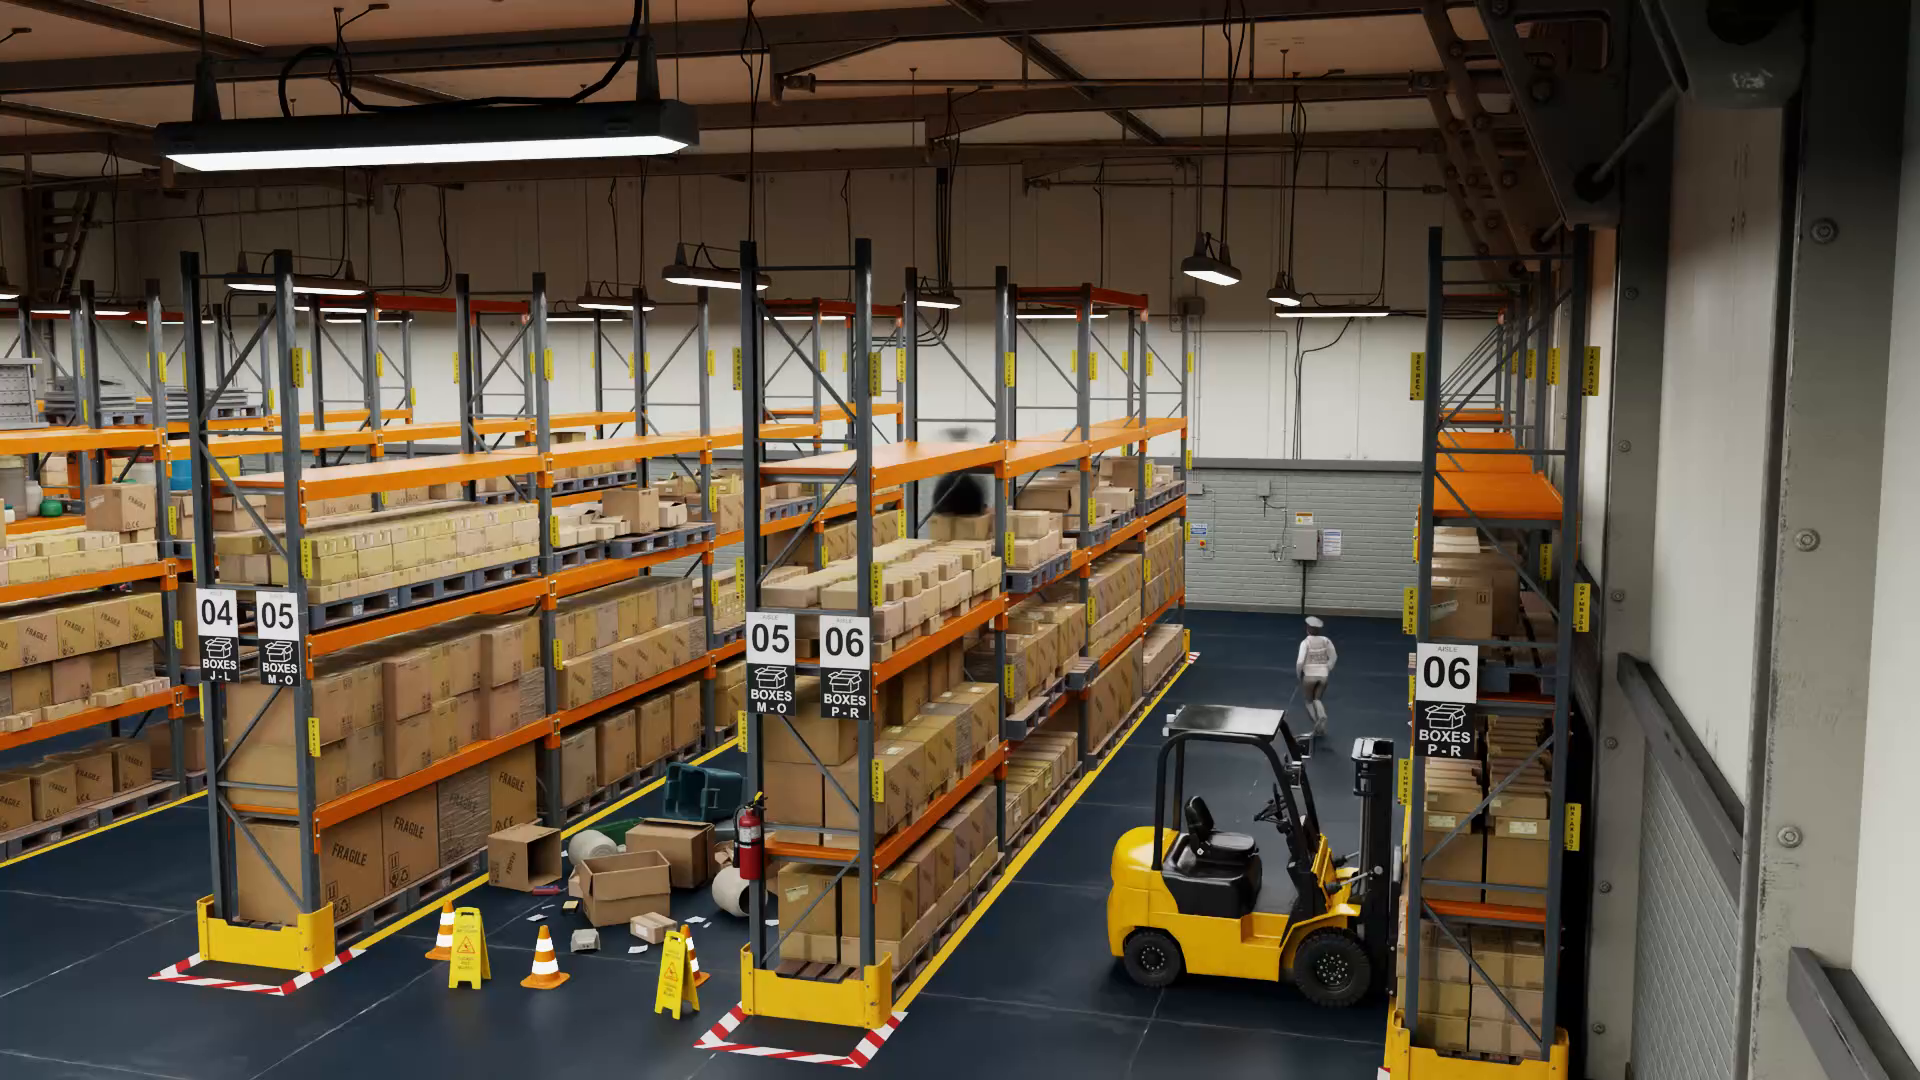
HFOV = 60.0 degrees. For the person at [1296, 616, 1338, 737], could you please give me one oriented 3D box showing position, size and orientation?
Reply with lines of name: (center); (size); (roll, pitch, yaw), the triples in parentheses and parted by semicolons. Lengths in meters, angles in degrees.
person: (4.817, 1.863, 22.397); (0.614, 1.634, 0.522); (-1, 7, -11)
